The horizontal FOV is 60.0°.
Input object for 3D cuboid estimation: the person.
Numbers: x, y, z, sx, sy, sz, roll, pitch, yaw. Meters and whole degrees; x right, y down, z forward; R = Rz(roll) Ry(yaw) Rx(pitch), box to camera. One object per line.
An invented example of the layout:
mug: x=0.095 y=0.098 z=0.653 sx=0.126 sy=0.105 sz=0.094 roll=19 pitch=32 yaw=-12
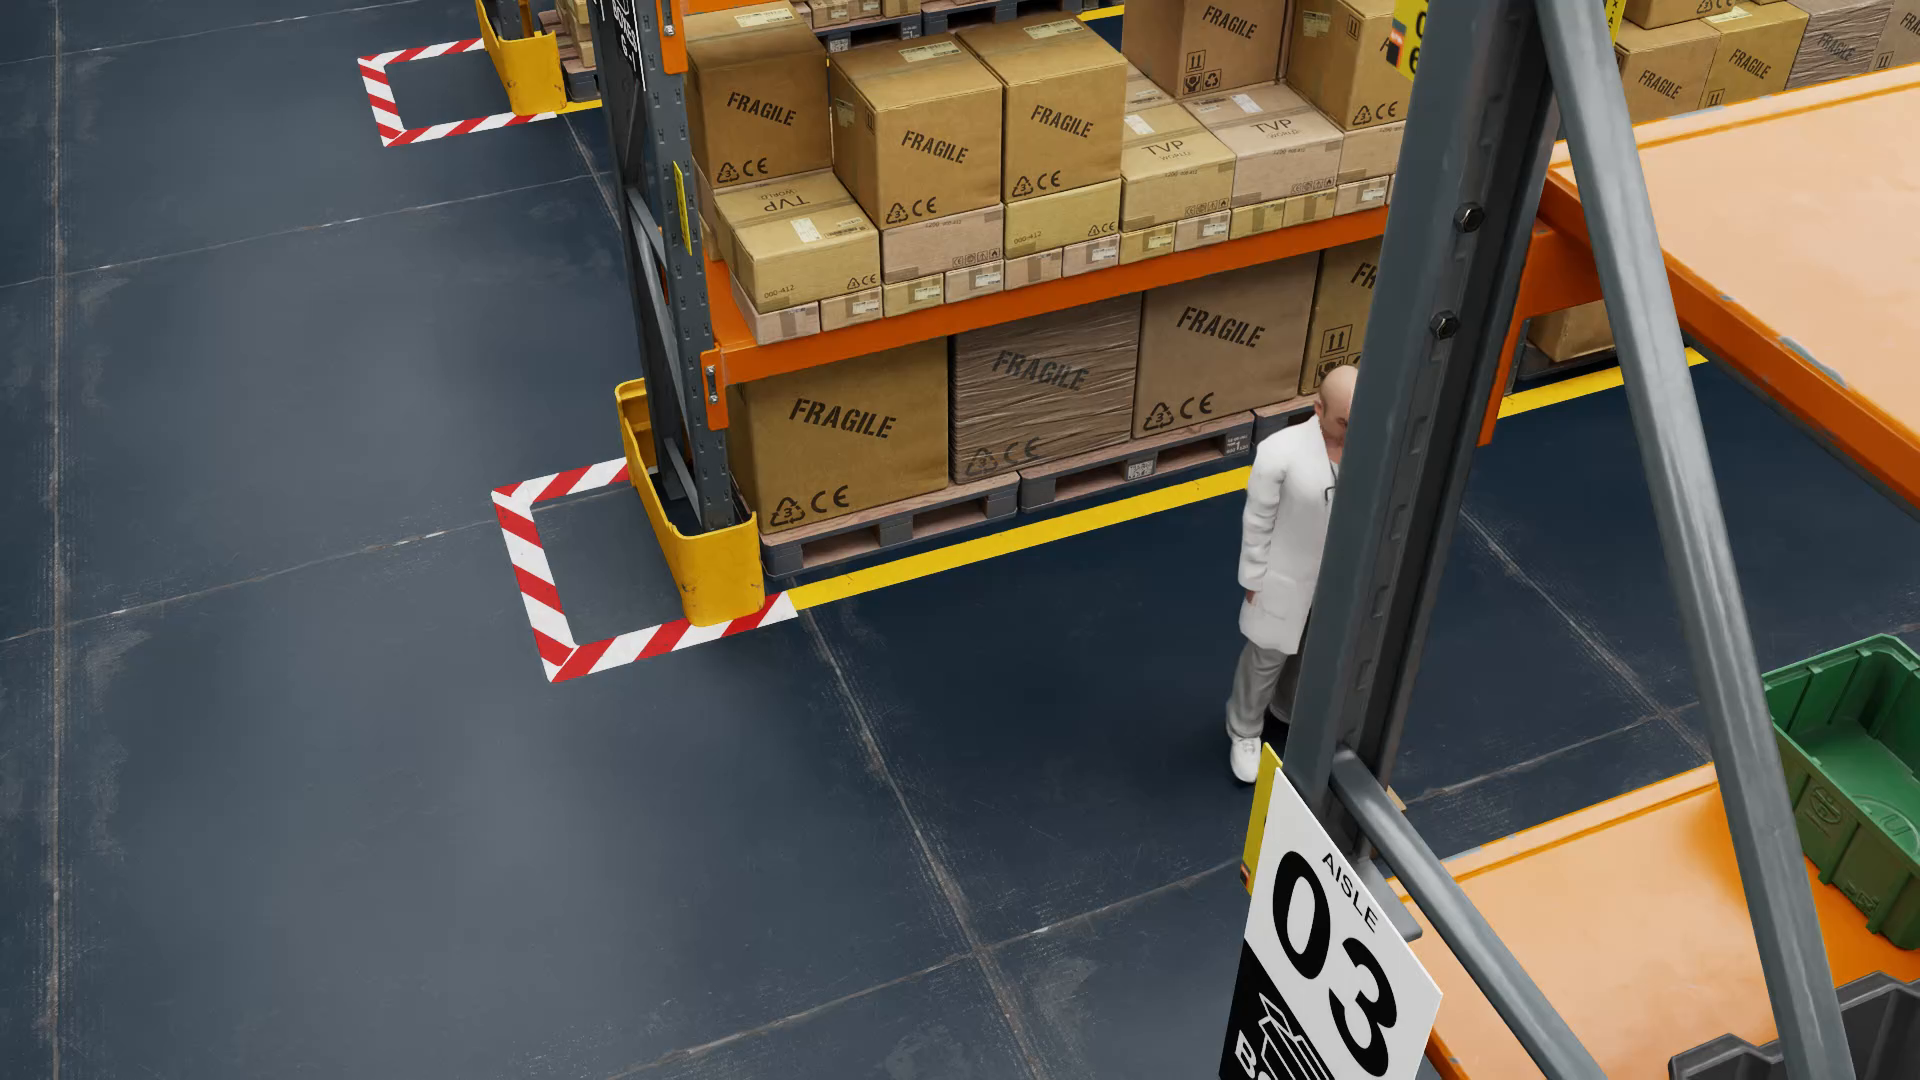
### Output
person: x=1.287 y=0.122 z=6.026 sx=0.585 sy=1.782 sz=0.370 roll=-13 pitch=43 yaw=-15
